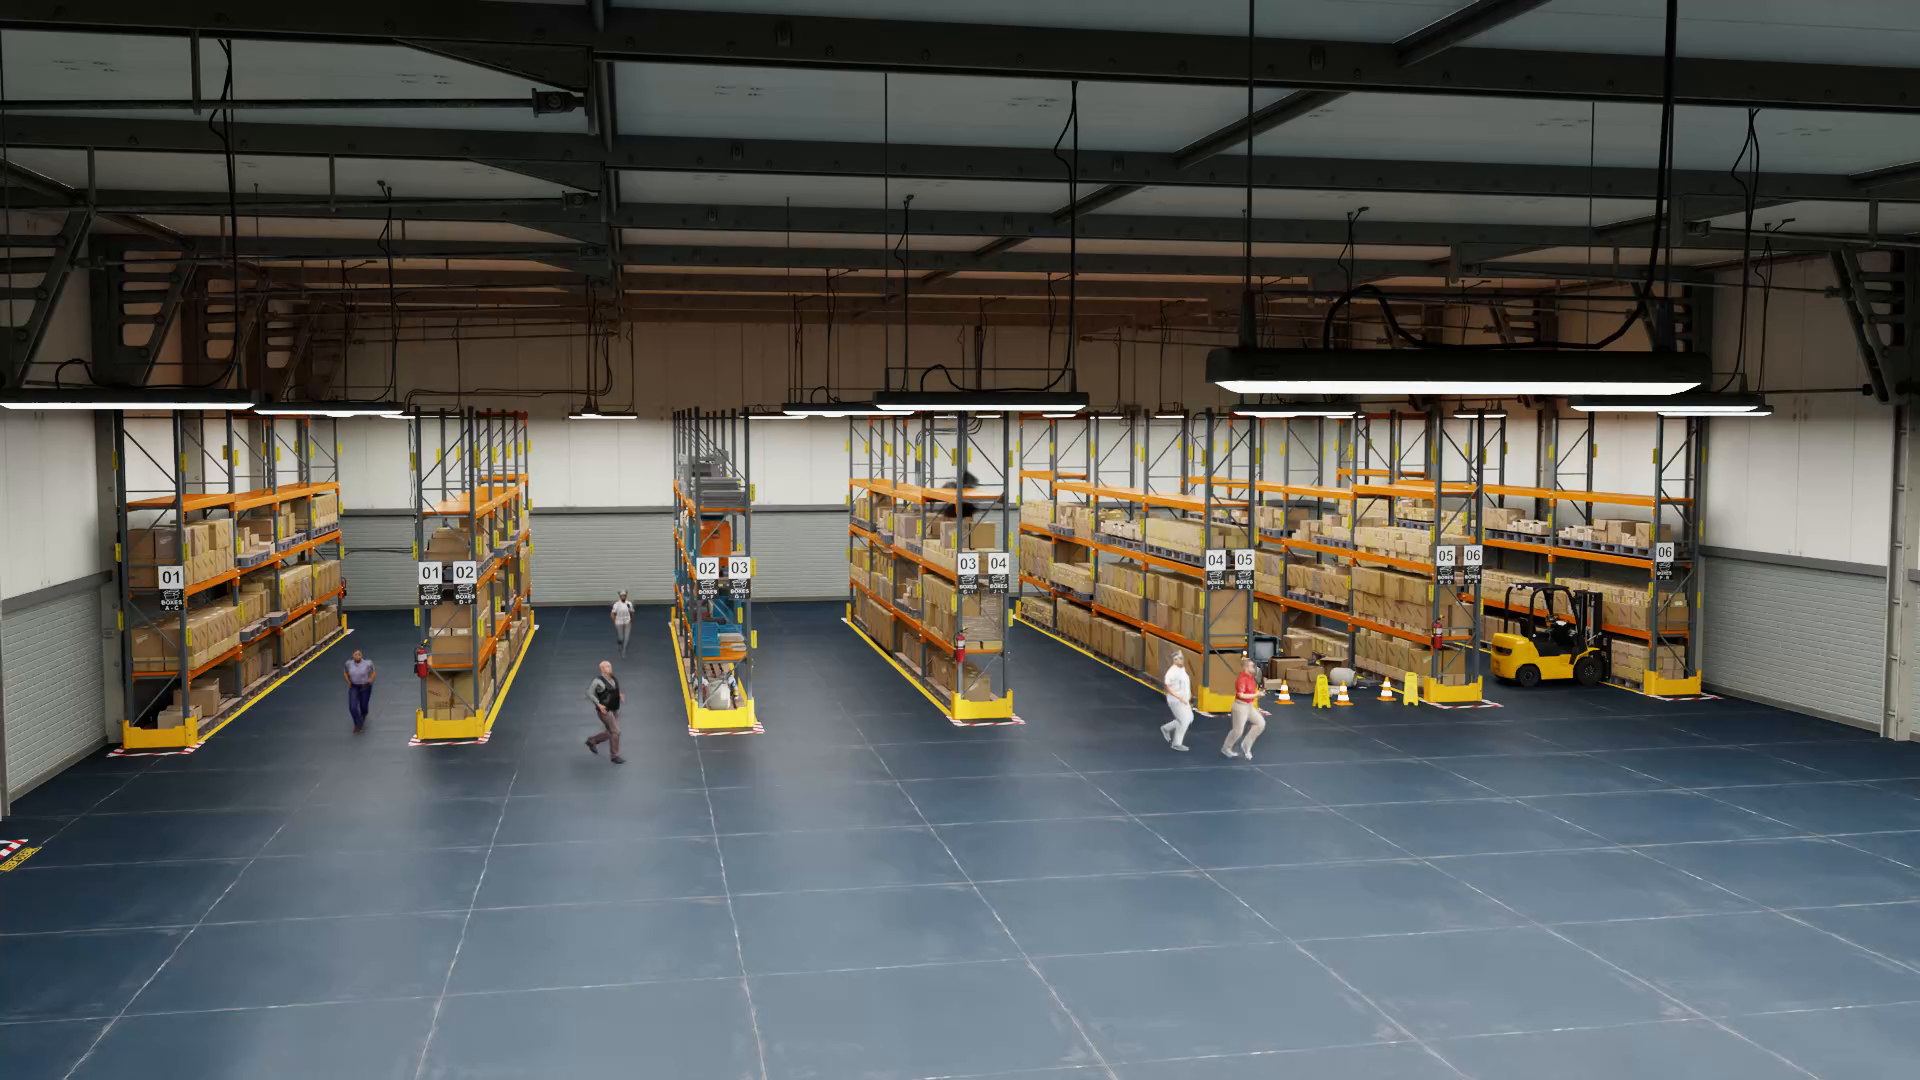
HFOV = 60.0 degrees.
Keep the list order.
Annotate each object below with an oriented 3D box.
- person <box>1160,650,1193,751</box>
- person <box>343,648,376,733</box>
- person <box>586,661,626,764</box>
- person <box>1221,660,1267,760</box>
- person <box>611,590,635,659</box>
[{"bbox_3d":[3.770,2.790,29.088,0.569,1.758,0.664,2,4,25],"label":"person"},{"bbox_3d":[-11.136,2.750,30.898,0.581,1.588,0.817,-1,4,-13],"label":"person"},{"bbox_3d":[-5.964,2.888,28.003,0.800,1.722,0.655,2,4,23],"label":"person"},{"bbox_3d":[4.809,2.870,28.109,0.829,1.719,0.694,3,5,32],"label":"person"},{"bbox_3d":[-8.190,2.032,40.469,0.582,1.665,0.578,-1,4,-18],"label":"person"}]
